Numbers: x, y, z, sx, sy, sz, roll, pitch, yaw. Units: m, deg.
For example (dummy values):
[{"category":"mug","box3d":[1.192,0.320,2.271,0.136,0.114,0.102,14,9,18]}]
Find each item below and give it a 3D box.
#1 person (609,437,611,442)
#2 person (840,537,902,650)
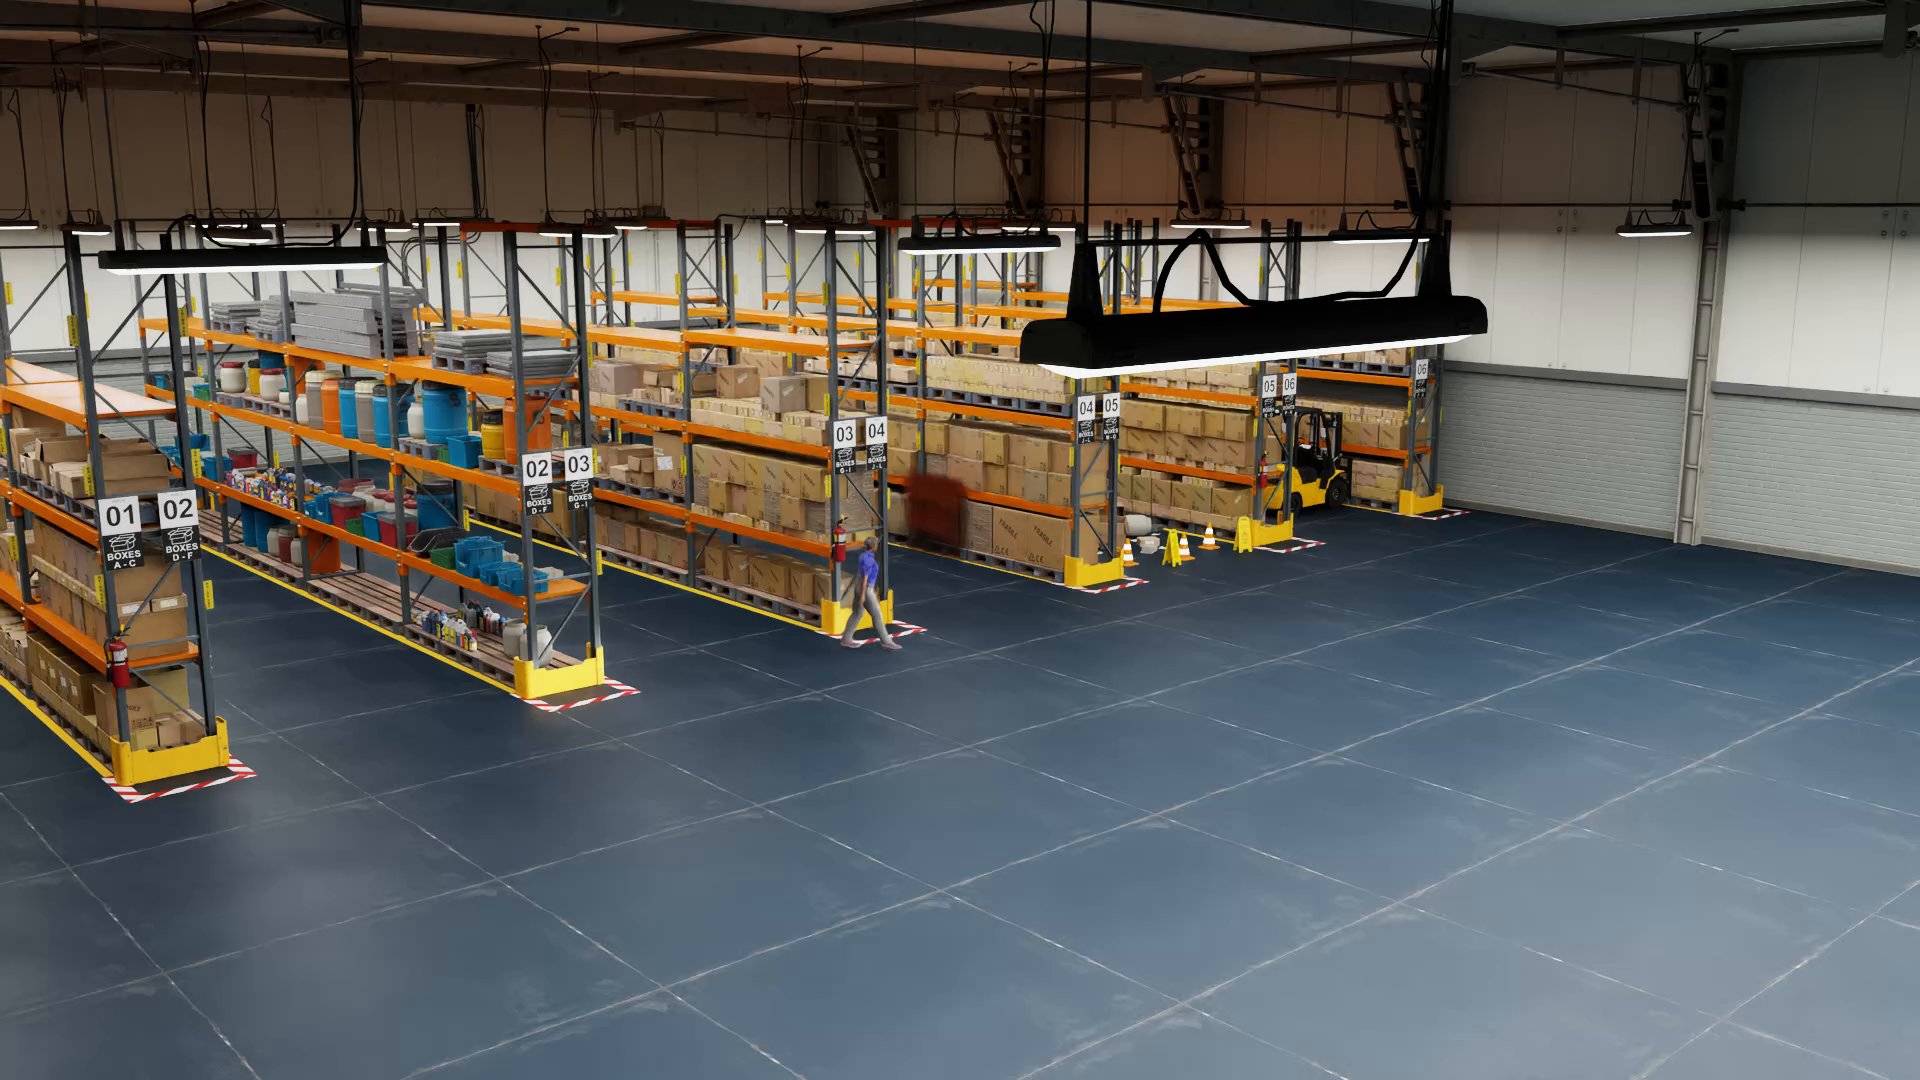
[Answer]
[{"category":"person","box3d":[-7.004,-1.283,33.752,0.573,1.720,1.069,-9,14,-37]},{"category":"person","box3d":[-1.295,0.754,23.929,0.862,1.622,0.515,-2,12,-11]}]
